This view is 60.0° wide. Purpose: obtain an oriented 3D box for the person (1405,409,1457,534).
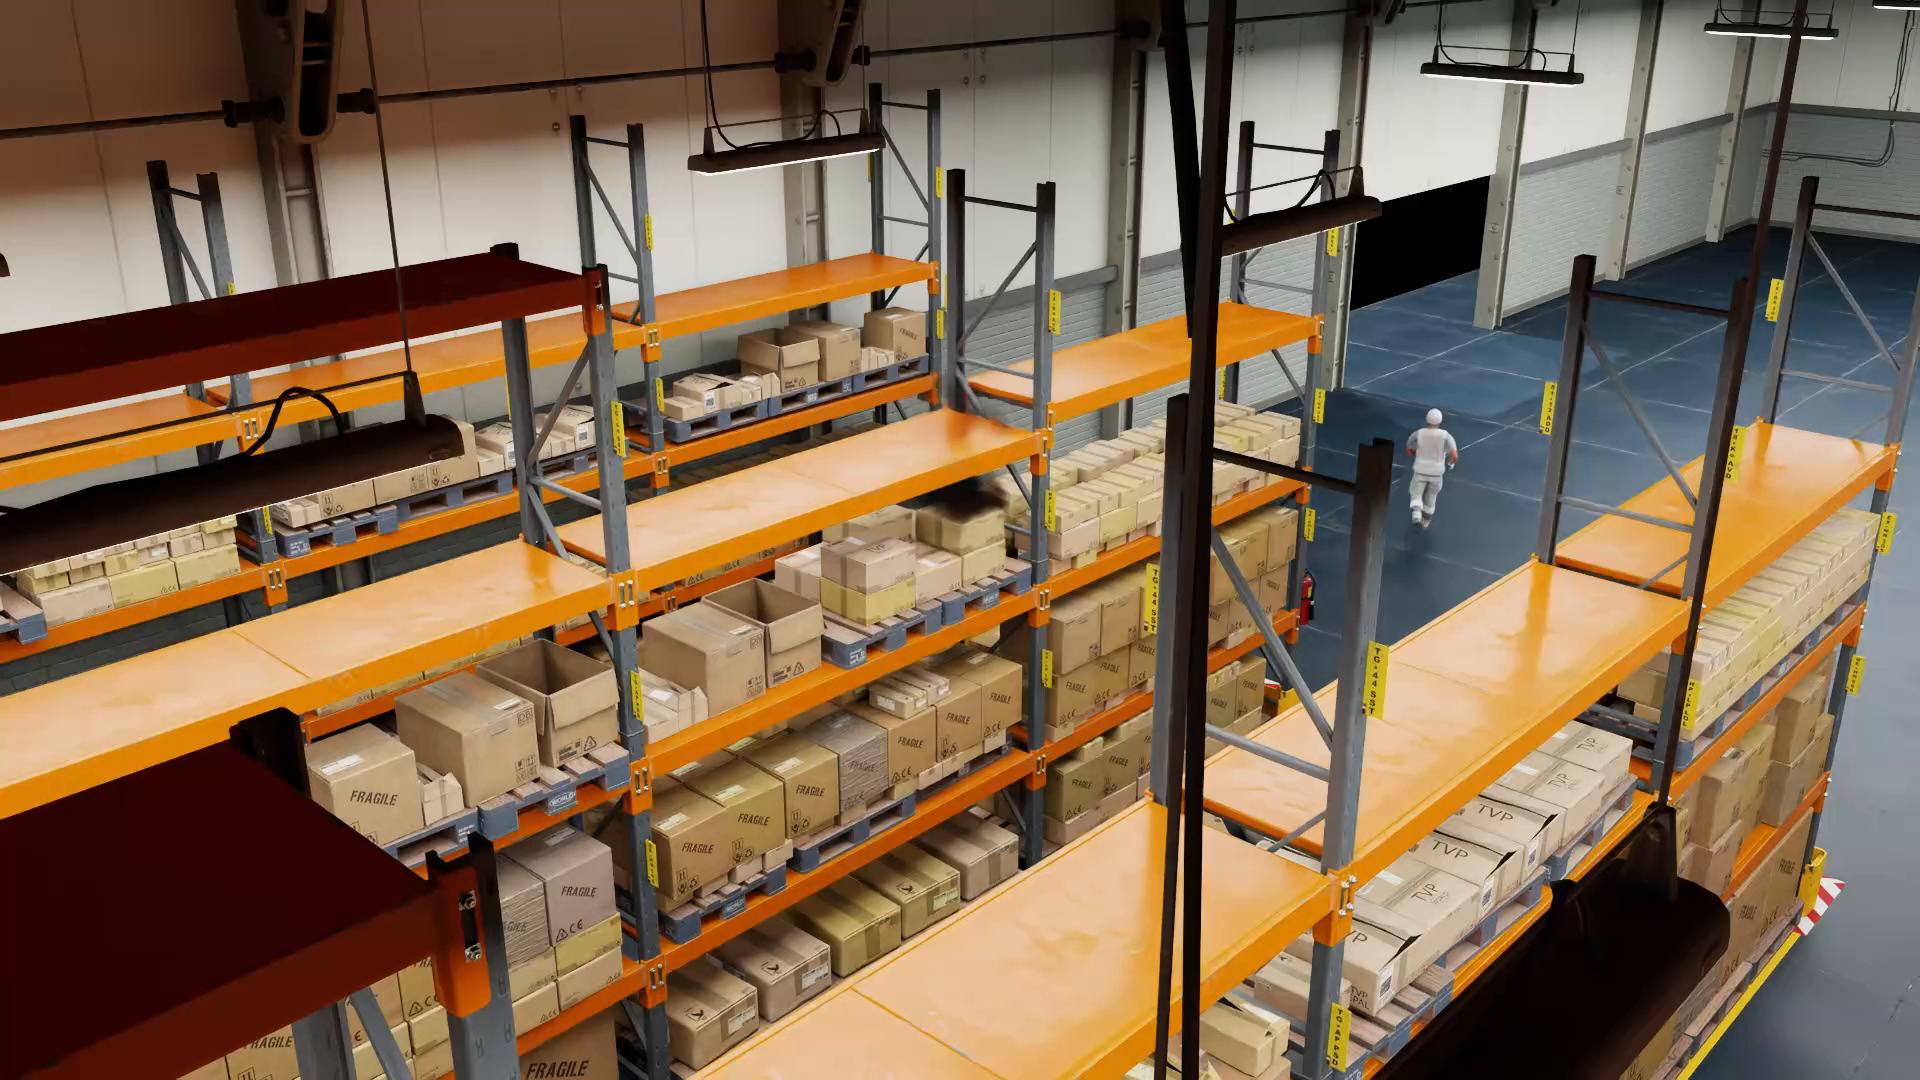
[{"bbox_3d":[6.169,-0.887,21.885,0.668,1.758,0.849,6,22,14],"label":"person"}]
